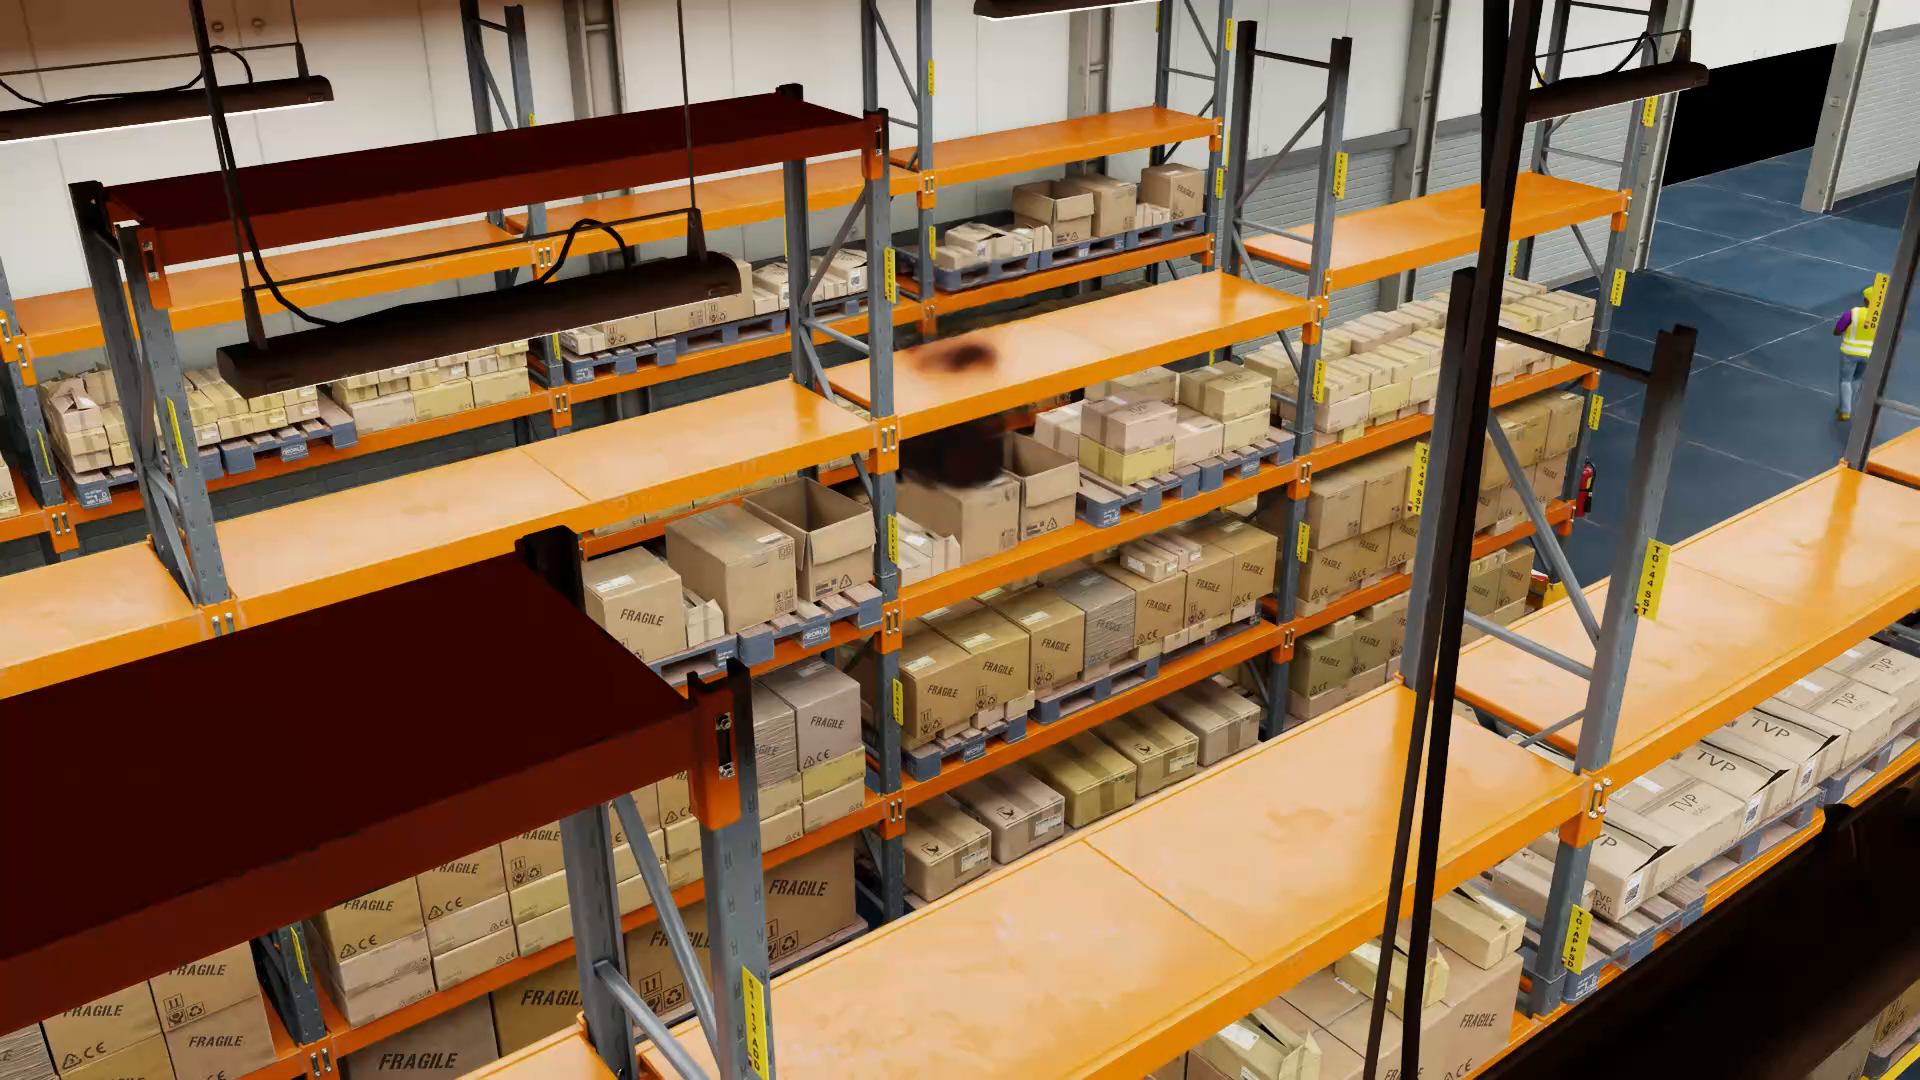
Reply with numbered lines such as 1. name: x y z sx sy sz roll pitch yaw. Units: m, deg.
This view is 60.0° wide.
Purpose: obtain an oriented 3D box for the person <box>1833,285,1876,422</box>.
1. person: 11.239 -2.318 20.812 0.688 1.789 0.841 6 27 11
